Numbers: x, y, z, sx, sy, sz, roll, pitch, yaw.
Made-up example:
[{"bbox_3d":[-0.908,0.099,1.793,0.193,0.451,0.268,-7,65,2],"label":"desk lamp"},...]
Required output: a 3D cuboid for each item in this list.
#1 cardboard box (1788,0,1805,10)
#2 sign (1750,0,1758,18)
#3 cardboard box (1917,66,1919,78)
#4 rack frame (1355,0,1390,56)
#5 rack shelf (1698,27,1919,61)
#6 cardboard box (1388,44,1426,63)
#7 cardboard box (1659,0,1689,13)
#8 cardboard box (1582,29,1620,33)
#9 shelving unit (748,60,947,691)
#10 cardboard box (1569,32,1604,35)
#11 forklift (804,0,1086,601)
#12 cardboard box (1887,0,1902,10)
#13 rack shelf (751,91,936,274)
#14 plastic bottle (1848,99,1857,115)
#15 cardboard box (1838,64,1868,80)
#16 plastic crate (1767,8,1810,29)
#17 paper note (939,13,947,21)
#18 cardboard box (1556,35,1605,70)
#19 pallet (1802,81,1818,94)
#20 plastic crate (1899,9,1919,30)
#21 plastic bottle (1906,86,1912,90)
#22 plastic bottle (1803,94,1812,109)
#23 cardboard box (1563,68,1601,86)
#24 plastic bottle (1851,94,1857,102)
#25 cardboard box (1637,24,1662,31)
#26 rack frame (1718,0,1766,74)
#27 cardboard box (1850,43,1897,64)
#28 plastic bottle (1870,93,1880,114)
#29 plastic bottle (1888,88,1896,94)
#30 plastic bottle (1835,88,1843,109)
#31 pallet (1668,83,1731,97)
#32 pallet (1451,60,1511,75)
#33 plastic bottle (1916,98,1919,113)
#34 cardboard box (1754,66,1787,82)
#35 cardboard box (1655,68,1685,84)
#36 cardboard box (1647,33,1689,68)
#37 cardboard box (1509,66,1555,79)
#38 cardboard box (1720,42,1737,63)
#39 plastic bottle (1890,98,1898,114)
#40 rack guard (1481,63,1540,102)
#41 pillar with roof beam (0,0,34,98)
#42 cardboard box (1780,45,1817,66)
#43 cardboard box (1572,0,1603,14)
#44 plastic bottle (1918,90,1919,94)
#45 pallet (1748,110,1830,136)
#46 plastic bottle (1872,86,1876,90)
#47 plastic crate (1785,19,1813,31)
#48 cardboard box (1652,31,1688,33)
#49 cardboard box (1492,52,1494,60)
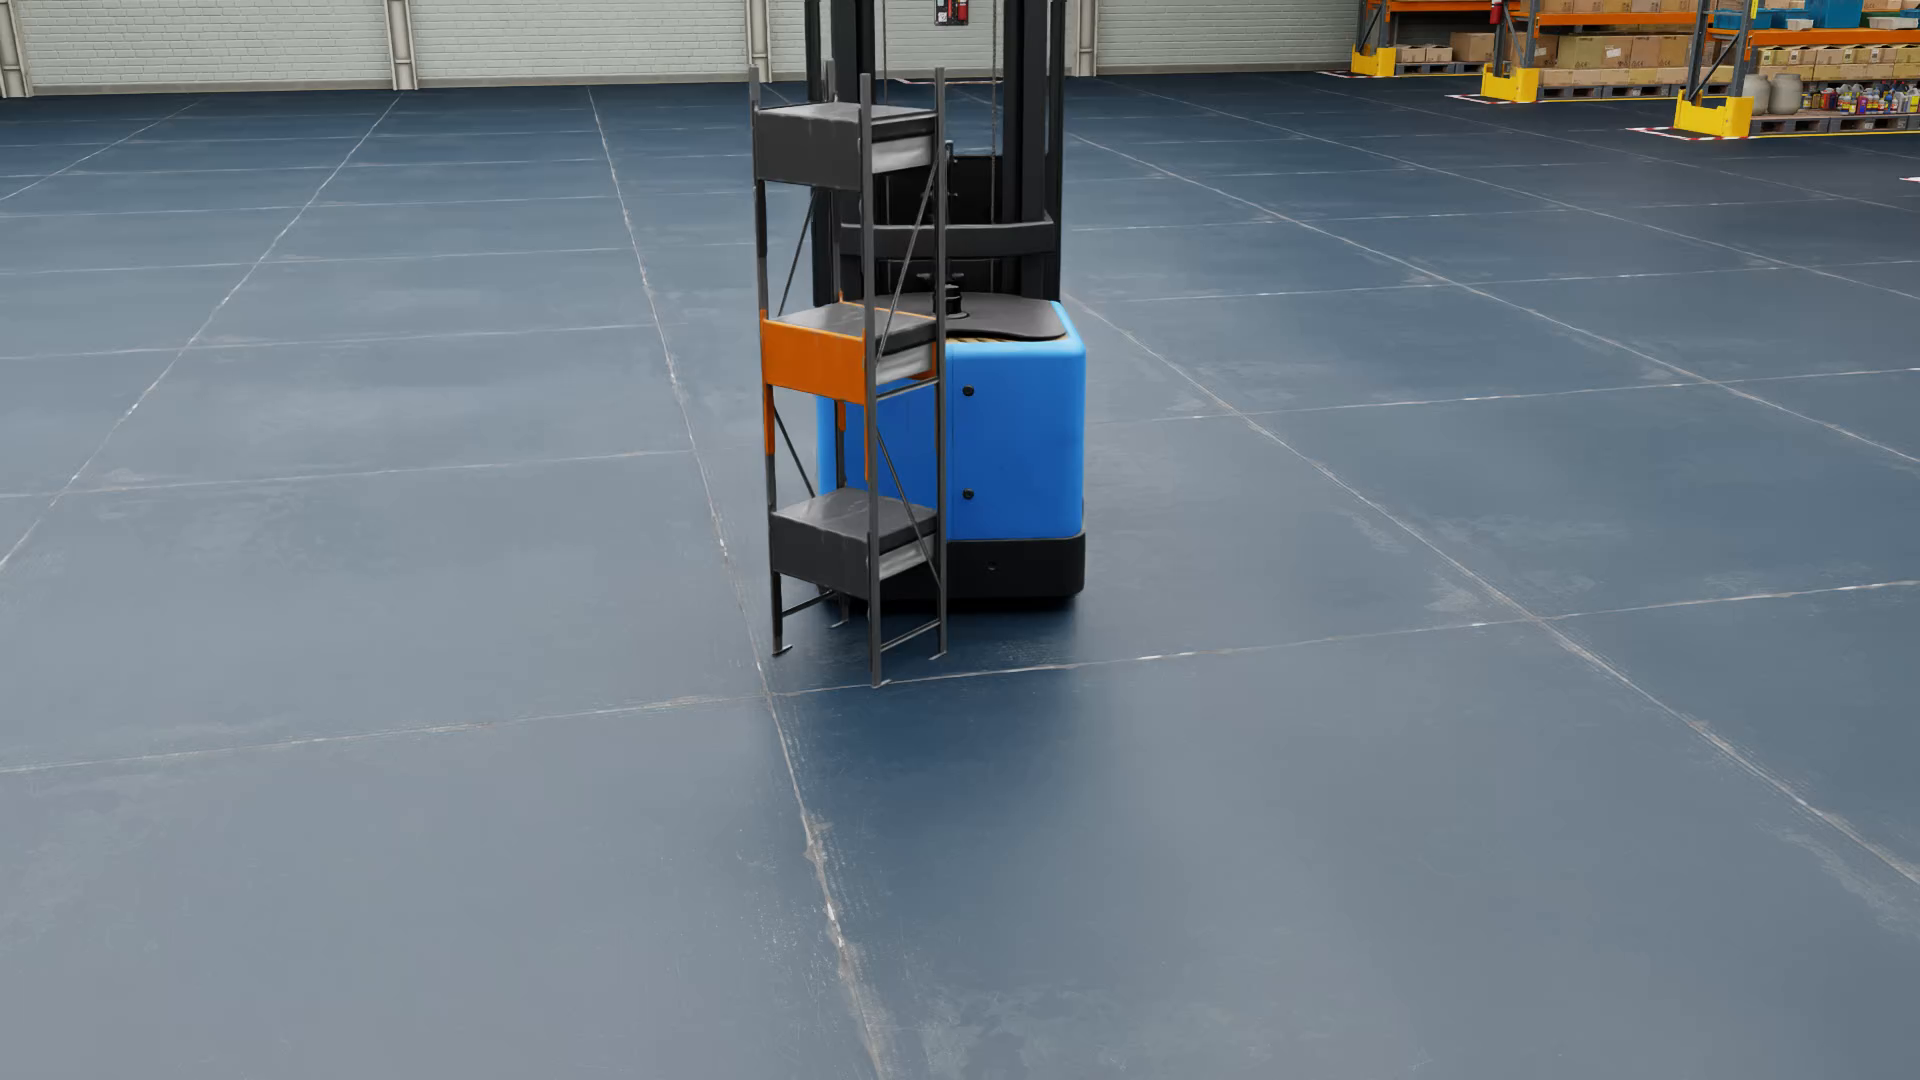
[{"bbox_3d":[13.593,-8.679,27.013,0.250,0.149,0.380,-5,21,-12],"label":"cardboard box"},{"bbox_3d":[10.049,-6.766,21.022,0.005,0.325,0.100,-5,21,-12],"label":"sign"},{"bbox_3d":[16.120,-7.895,27.894,0.500,0.250,0.500,-4,21,-11],"label":"cardboard box"},{"bbox_3d":[7.647,-10.137,30.627,0.127,3.000,1.000,-5,21,-12],"label":"rack frame"},{"bbox_3d":[11.873,-6.641,22.130,4.000,0.370,1.077,-5,21,-12],"label":"rack shelf"},{"bbox_3d":[8.341,-9.106,31.081,0.500,0.311,0.500,-7,21,-19],"label":"cardboard box"},{"bbox_3d":[11.252,-8.723,26.622,0.500,0.500,0.700,-4,21,-12],"label":"cardboard box"},{"bbox_3d":[12.252,-9.550,32.019,0.500,0.500,0.700,-4,20,-11],"label":"cardboard box"},{"bbox_3d":[-0.370,-0.561,5.793,0.503,2.100,0.431,15,25,36],"label":"shelving unit"},{"bbox_3d":[10.214,-7.963,26.990,0.500,0.500,0.500,-5,21,-12],"label":"cardboard box"},{"bbox_3d":[-0.120,-1.599,7.418,1.130,2.935,3.031,-1,20,-3],"label":"forklift"},{"bbox_3d":[15.348,-8.875,27.546,0.250,0.149,0.380,-3,20,-8],"label":"cardboard box"},{"bbox_3d":[-0.370,-1.205,5.557,0.480,0.518,0.431,15,25,36],"label":"rack shelf"},{"bbox_3d":[11.864,-5.761,22.109,0.097,0.201,0.097,0,20,0],"label":"plastic bottle"},{"bbox_3d":[14.629,-7.773,27.559,0.500,0.250,0.500,-4,21,-11],"label":"cardboard box"},{"bbox_3d":[10.978,-6.940,22.116,0.408,0.251,0.499,-5,21,-12],"label":"plastic crate"},{"bbox_3d":[-0.312,-9.420,29.949,0.142,0.148,0.016,-5,21,-12],"label":"paper note"},{"bbox_3d":[9.850,-7.746,26.395,0.500,0.500,0.500,-5,21,-12],"label":"cardboard box"},{"bbox_3d":[13.391,-7.558,27.640,1.213,0.211,1.003,-5,21,-12],"label":"pallet"},{"bbox_3d":[12.805,-6.889,21.976,0.616,0.251,0.499,-5,21,-12],"label":"plastic crate"},{"bbox_3d":[13.100,-6.152,23.068,0.135,0.276,0.152,-4,20,-11],"label":"plastic bottle"},{"bbox_3d":[11.613,-6.005,22.777,0.097,0.201,0.097,0,20,0],"label":"plastic bottle"},{"bbox_3d":[9.849,-7.394,26.526,0.500,0.250,0.500,-5,21,-12],"label":"cardboard box"},{"bbox_3d":[12.230,-6.005,22.775,0.097,0.201,0.097,0,20,0],"label":"plastic bottle"},{"bbox_3d":[13.185,-9.981,32.105,0.500,0.250,0.500,-5,21,-14],"label":"cardboard box"},{"bbox_3d":[12.683,-8.796,26.965,0.127,3.000,1.000,-5,21,-12],"label":"rack frame"},{"bbox_3d":[15.127,-8.076,27.571,0.500,0.311,0.500,-5,21,-13],"label":"cardboard box"},{"bbox_3d":[12.194,-5.820,22.170,0.097,0.271,0.097,0,20,0],"label":"plastic bottle"},{"bbox_3d":[12.825,-6.086,22.895,0.097,0.271,0.097,0,20,0],"label":"plastic bottle"},{"bbox_3d":[12.000,-6.062,22.823,0.135,0.276,0.152,-5,21,-14],"label":"plastic bottle"},{"bbox_3d":[11.900,-7.438,27.311,1.213,0.211,1.003,-5,21,-12],"label":"pallet"},{"bbox_3d":[9.705,-8.981,31.526,1.213,0.211,1.003,-5,21,-12],"label":"pallet"},{"bbox_3d":[12.923,-5.879,22.312,0.133,0.283,0.061,-3,20,-9],"label":"plastic bottle"},{"bbox_3d":[13.133,-7.651,27.227,0.500,0.250,0.500,-5,21,-14],"label":"cardboard box"},{"bbox_3d":[11.310,-7.511,26.845,0.500,0.250,0.500,-5,21,-12],"label":"cardboard box"},{"bbox_3d":[11.307,-7.868,26.728,0.500,0.500,0.500,-5,21,-12],"label":"cardboard box"},{"bbox_3d":[9.244,-7.527,26.887,0.500,0.250,0.500,-5,21,-12],"label":"cardboard box"},{"bbox_3d":[13.011,-8.093,27.619,0.500,0.311,0.500,-5,21,-12],"label":"cardboard box"},{"bbox_3d":[12.490,-5.812,22.248,0.097,0.201,0.097,0,20,0],"label":"plastic bottle"},{"bbox_3d":[8.767,-7.303,26.526,0.348,0.500,1.175,-5,21,-12],"label":"rack guard"},{"bbox_3d":[-14.236,-9.958,21.417,0.400,9.000,9.100,-5,21,-12],"label":"pillar with roof beam"},{"bbox_3d":[13.631,-7.952,27.234,0.500,0.311,0.500,-5,21,-13],"label":"cardboard box"},{"bbox_3d":[9.758,-8.602,26.291,0.500,0.500,0.700,-4,21,-11],"label":"cardboard box"},{"bbox_3d":[13.014,-5.950,22.517,0.135,0.276,0.152,-5,21,-12],"label":"plastic bottle"},{"bbox_3d":[10.782,-5.596,22.283,1.213,0.211,1.003,-5,21,-12],"label":"pallet"},{"bbox_3d":[12.584,-6.129,22.996,0.133,0.283,0.061,-4,20,-10],"label":"plastic bottle"},{"bbox_3d":[10.872,-6.660,21.518,0.250,0.136,0.298,-5,21,-12],"label":"plastic crate"},{"bbox_3d":[11.675,-8.080,27.308,0.500,0.500,0.500,-5,21,-12],"label":"cardboard box"},{"bbox_3d":[9.979,-9.202,31.578,0.250,0.149,0.380,-6,21,-17],"label":"cardboard box"}]
